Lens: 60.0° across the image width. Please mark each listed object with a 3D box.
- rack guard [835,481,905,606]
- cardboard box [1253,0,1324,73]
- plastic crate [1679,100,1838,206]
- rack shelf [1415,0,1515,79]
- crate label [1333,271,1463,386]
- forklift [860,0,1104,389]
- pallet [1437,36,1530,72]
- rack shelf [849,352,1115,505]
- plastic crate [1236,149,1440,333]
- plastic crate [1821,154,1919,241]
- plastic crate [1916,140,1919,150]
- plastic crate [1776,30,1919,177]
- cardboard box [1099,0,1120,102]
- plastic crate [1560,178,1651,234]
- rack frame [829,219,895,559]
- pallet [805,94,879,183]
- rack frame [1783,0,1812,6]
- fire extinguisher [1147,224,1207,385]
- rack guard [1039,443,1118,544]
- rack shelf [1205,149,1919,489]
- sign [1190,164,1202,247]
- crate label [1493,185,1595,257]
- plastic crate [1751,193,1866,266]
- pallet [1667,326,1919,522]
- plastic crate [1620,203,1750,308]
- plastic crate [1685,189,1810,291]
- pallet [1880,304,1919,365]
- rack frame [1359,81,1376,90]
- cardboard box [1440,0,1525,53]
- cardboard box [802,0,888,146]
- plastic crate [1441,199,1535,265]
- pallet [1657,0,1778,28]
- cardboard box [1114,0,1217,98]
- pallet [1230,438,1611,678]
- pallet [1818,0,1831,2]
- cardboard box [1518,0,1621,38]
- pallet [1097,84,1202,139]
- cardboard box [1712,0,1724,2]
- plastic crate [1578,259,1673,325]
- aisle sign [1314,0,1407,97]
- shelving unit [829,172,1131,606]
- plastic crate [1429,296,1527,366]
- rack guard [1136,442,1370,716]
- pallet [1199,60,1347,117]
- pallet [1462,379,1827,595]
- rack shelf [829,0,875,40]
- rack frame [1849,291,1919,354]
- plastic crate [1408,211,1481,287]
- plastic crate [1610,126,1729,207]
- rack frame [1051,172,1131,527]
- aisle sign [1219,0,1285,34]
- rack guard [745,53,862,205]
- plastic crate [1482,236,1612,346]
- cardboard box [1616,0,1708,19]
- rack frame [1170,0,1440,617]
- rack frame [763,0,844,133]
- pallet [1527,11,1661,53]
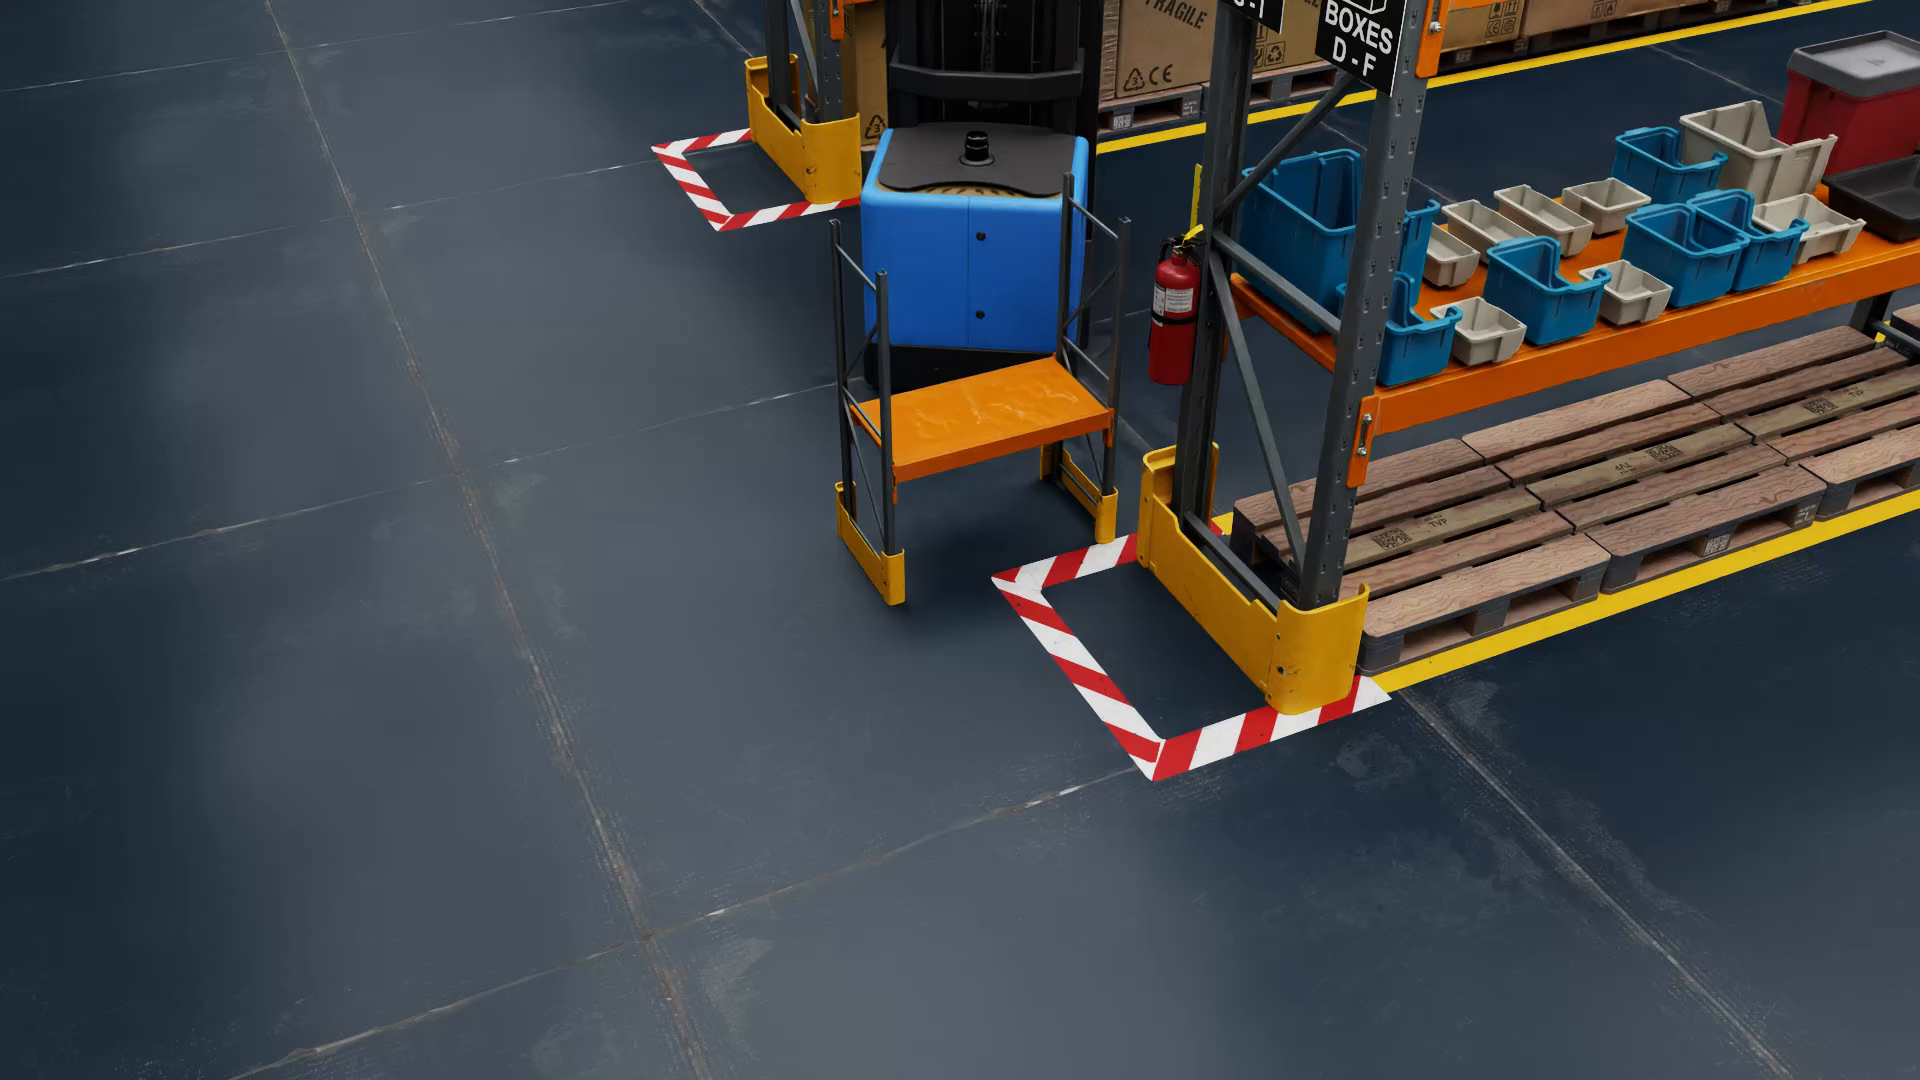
[{"bbox_3d":[-0.382,0.006,7.032,0.087,0.250,0.587,-16,39,-20],"label":"rack guard"},{"bbox_3d":[2.039,-3.768,11.244,0.875,0.875,0.875,-16,39,-20],"label":"cardboard box"},{"bbox_3d":[3.314,-1.595,6.932,0.530,0.282,0.437,-16,39,-20],"label":"plastic crate"},{"bbox_3d":[2.964,-2.315,5.940,4.000,0.370,1.077,-16,39,-20],"label":"rack shelf"},{"bbox_3d":[1.517,-0.735,5.813,0.303,0.233,0.416,-16,39,-20],"label":"crate label"},{"bbox_3d":[0.196,-2.736,8.479,1.130,2.935,3.031,4,37,5],"label":"forklift"},{"bbox_3d":[3.337,-3.693,12.052,1.213,0.211,1.003,-16,39,-20],"label":"pallet"},{"bbox_3d":[0.077,-0.480,6.940,1.000,0.185,0.538,-16,39,-20],"label":"rack shelf"},{"bbox_3d":[1.377,-1.117,6.158,0.499,0.435,0.616,-16,39,-20],"label":"plastic crate"},{"bbox_3d":[3.876,-1.391,6.788,0.590,0.125,0.437,-16,39,-20],"label":"plastic crate"},{"bbox_3d":[4.293,-1.783,7.307,0.243,0.136,0.396,-16,39,-20],"label":"plastic crate"},{"bbox_3d":[3.860,-1.865,7.142,0.583,0.464,0.402,-16,39,-20],"label":"plastic crate"},{"bbox_3d":[0.418,-3.315,10.633,0.875,0.875,0.875,-16,39,-20],"label":"cardboard box"},{"bbox_3d":[2.585,-1.350,6.723,0.250,0.136,0.298,-16,39,-20],"label":"plastic crate"},{"bbox_3d":[-0.383,-0.495,6.659,0.032,1.500,0.500,-16,39,-20],"label":"rack frame"},{"bbox_3d":[-0.260,-2.689,10.698,1.213,0.211,1.003,-16,39,-20],"label":"pallet"},{"bbox_3d":[6.291,-5.589,12.268,0.127,3.000,1.000,-16,39,-20],"label":"rack frame"},{"bbox_3d":[0.824,-0.919,6.350,0.183,0.674,0.296,-16,39,-20],"label":"fire extinguisher"},{"bbox_3d":[0.520,-0.246,7.371,0.087,0.250,0.587,-16,39,-20],"label":"rack guard"},{"bbox_3d":[2.964,-1.111,6.833,4.000,0.370,1.077,-16,39,-20],"label":"rack shelf"},{"bbox_3d":[0.905,-1.251,6.282,0.005,0.325,0.100,-16,39,-20],"label":"sign"},{"bbox_3d":[2.325,-1.265,6.608,0.243,0.136,0.396,-16,39,-20],"label":"crate label"},{"bbox_3d":[3.326,-1.221,6.549,0.466,0.136,0.293,-16,39,-20],"label":"plastic crate"},{"bbox_3d":[4.126,-0.579,7.853,1.213,0.211,1.003,-16,39,-20],"label":"pallet"},{"bbox_3d":[2.709,-1.068,6.263,0.300,0.233,0.416,-16,39,-20],"label":"plastic crate"},{"bbox_3d":[2.981,-1.144,6.365,0.300,0.233,0.416,-16,39,-20],"label":"plastic crate"},{"bbox_3d":[5.491,-0.959,8.365,1.213,0.211,1.003,-16,39,-20],"label":"pallet"},{"bbox_3d":[2.670,-4.577,10.903,0.127,3.000,1.000,-16,39,-20],"label":"rack frame"},{"bbox_3d":[3.241,-4.065,11.644,0.875,0.875,1.225,-15,39,-20],"label":"cardboard box"},{"bbox_3d":[-0.405,-3.085,10.322,0.875,0.875,0.875,-16,39,-20],"label":"cardboard box"},{"bbox_3d":[2.083,-1.181,6.496,0.243,0.136,0.396,-16,39,-20],"label":"plastic crate"},{"bbox_3d":[5.546,-4.310,12.884,1.213,0.211,1.003,-16,39,-20],"label":"pallet"},{"bbox_3d":[1.224,-3.540,10.936,0.875,0.875,0.875,-16,39,-20],"label":"cardboard box"},{"bbox_3d":[1.917,0.039,7.021,1.213,0.211,1.003,-16,39,-20],"label":"pallet"},{"bbox_3d":[6.999,-4.666,13.364,1.213,0.211,1.003,-16,39,-20],"label":"pallet"},{"bbox_3d":[4.050,-4.292,11.949,0.875,0.875,1.225,-17,40,-21],"label":"cardboard box"},{"bbox_3d":[0.843,-2.995,11.111,1.213,0.211,1.003,-16,39,-20],"label":"pallet"},{"bbox_3d":[5.658,-4.741,12.555,0.875,0.875,1.225,-17,40,-22],"label":"cardboard box"},{"bbox_3d":[2.457,-0.905,6.123,0.298,0.136,0.250,-16,39,-20],"label":"plastic crate"},{"bbox_3d":[1.215,-1.759,4.922,0.004,0.787,0.394,-16,39,-20],"label":"aisle sign"},{"bbox_3d":[0.069,-0.622,6.829,1.083,1.500,0.587,-16,39,-20],"label":"shelving unit"},{"bbox_3d":[1.843,-0.733,5.891,0.298,0.136,0.250,-16,39,-20],"label":"plastic crate"},{"bbox_3d":[1.137,0.124,6.664,0.348,0.500,1.175,-16,39,-20],"label":"rack guard"},{"bbox_3d":[1.949,-3.307,11.531,1.213,0.211,1.003,-16,39,-20],"label":"pallet"},{"bbox_3d":[3.020,-0.268,7.434,1.213,0.211,1.003,-16,39,-20],"label":"pallet"},{"bbox_3d":[0.860,-3.782,10.435,4.000,0.370,1.077,-16,39,-20],"label":"rack shelf"},{"bbox_3d":[4.775,-1.906,7.302,0.127,3.000,1.000,-16,39,-20],"label":"rack frame"},{"bbox_3d":[1.815,-1.116,6.407,0.243,0.136,0.396,-16,39,-20],"label":"plastic crate"},{"bbox_3d":[2.904,-1.508,6.856,0.300,0.233,0.416,-16,39,-20],"label":"plastic crate"},{"bbox_3d":[0.537,-0.753,7.006,0.032,1.500,0.500,-16,39,-20],"label":"rack frame"},{"bbox_3d":[0.964,-2.077,5.351,0.004,0.787,0.394,-16,39,-20],"label":"aisle sign"},{"bbox_3d":[-0.972,-2.554,10.274,0.348,0.500,1.175,-16,39,-20],"label":"rack guard"},{"bbox_3d":[2.113,-0.902,6.038,0.300,0.233,0.416,-16,39,-20],"label":"plastic crate"},{"bbox_3d":[4.847,-4.520,12.257,0.875,0.875,1.225,-15,39,-20],"label":"cardboard box"},{"bbox_3d":[1.154,-0.893,5.937,0.127,3.000,1.000,-16,39,-20],"label":"rack frame"},{"bbox_3d":[-0.951,-3.564,9.538,0.127,3.000,1.000,-16,39,-20],"label":"rack frame"},{"bbox_3d":[4.443,-4.004,12.471,1.213,0.211,1.003,-16,39,-20],"label":"pallet"}]
